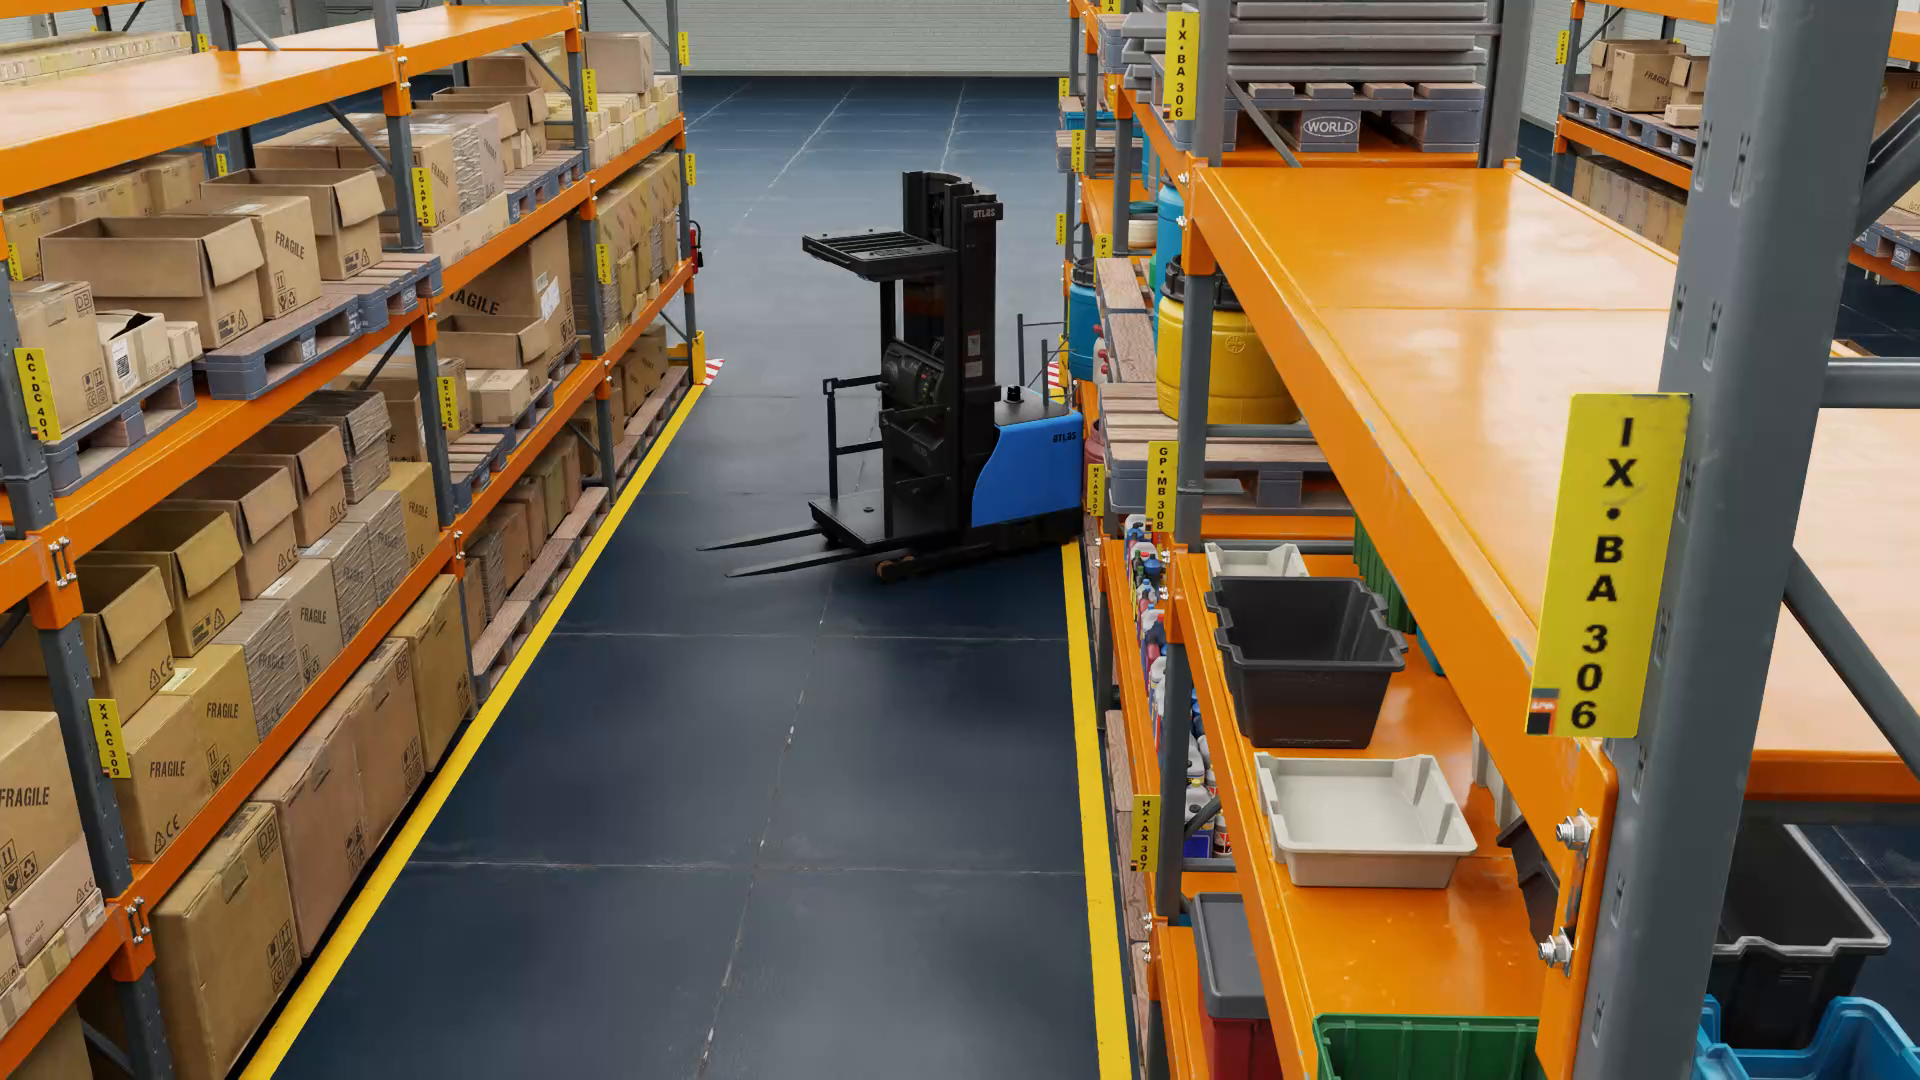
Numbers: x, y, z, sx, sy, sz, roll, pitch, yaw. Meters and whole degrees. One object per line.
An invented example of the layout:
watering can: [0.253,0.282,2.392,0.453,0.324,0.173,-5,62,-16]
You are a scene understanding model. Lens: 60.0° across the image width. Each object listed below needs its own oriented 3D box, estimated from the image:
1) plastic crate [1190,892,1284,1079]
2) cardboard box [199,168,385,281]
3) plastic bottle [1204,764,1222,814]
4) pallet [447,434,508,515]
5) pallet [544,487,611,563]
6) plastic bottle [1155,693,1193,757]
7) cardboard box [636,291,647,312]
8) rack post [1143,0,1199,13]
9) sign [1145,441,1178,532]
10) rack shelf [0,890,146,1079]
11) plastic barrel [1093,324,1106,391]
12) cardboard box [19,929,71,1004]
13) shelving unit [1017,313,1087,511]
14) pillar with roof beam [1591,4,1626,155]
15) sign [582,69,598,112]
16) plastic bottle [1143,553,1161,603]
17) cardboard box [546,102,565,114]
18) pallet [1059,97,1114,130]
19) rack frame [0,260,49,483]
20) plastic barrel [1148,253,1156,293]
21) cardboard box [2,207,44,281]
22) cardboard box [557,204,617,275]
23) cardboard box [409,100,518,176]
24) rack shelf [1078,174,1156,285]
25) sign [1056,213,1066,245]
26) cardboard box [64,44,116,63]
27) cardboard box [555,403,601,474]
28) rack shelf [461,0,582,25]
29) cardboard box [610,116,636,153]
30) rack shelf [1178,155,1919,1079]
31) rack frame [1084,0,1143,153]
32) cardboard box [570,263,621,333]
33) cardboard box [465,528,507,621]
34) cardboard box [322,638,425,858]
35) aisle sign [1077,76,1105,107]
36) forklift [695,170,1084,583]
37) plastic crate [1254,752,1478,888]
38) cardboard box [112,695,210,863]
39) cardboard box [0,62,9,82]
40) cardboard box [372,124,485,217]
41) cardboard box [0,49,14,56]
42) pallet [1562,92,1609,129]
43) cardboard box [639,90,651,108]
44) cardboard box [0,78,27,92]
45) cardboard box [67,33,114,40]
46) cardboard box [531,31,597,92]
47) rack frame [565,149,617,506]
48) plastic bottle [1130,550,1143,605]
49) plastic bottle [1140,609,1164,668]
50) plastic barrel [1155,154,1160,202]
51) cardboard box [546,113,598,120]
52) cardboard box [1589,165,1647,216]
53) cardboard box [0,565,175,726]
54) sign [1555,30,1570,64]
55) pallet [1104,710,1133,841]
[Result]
plastic crate: [0.962,1.490,5.370,0.402,0.464,0.583,1,21,2]
cardboard box: [-3.536,-1.694,8.877,0.797,0.503,0.637,2,21,5]
plastic bottle: [1.065,1.037,6.984,0.097,0.201,0.097,0,21,0]
pallet: [-3.674,-0.442,10.787,1.213,0.211,1.003,1,21,2]
pallet: [-3.490,-0.137,13.591,1.003,0.211,1.213,1,21,2]
plastic bottle: [0.955,0.825,7.426,0.152,0.276,0.135,1,21,2]
cardboard box: [-3.128,-2.219,15.448,0.380,0.149,0.250,1,21,2]
rack post: [1.380,-2.717,8.197,0.954,0.300,0.937,1,21,2]
sign: [0.690,-0.181,5.690,0.100,0.325,0.005,1,21,2]
rack shelf: [-3.772,2.232,4.624,1.077,0.370,4.000,1,21,2]
plastic barrel: [1.235,-1.384,12.762,0.433,0.535,0.433,0,21,0]
cardboard box: [-3.401,1.498,5.869,0.380,0.149,0.250,1,21,3]
shelving unit: [0.842,-1.058,13.831,0.587,1.500,1.083,-5,20,-8]
pillar with roof beam: [8.595,-12.092,32.252,9.100,9.000,0.400,1,21,2]
sign: [-2.913,-3.537,13.093,0.100,0.325,0.005,1,21,2]
plastic bottle: [1.041,0.204,9.034,0.097,0.271,0.097,0,21,0]
cardboard box: [-3.662,-3.734,14.515,0.380,0.149,0.250,1,21,4]
pallet: [1.482,-4.123,16.123,1.003,0.211,1.213,1,21,2]
rack frame: [-3.711,-1.623,5.272,1.000,3.000,0.127,1,21,2]
plastic barrel: [1.099,-1.359,8.373,0.294,0.245,0.294,0,21,0]
cardboard box: [-8.377,-2.516,14.168,0.875,0.550,0.550,1,21,2]
cardboard box: [-3.200,-2.530,13.972,0.500,0.500,0.500,1,21,2]
cardboard box: [-3.609,-2.852,11.862,0.797,0.503,0.637,1,21,4]
rack shelf: [1.422,-2.004,11.396,1.077,0.370,4.000,1,21,2]
sign: [1.055,-3.247,17.369,0.100,0.325,0.005,1,21,2]
cardboard box: [-8.018,-4.475,15.294,0.380,0.149,0.250,1,21,2]
cardboard box: [-3.416,-0.894,14.560,0.500,0.500,0.500,0,21,0]
rack shelf: [-3.407,-4.902,14.722,1.077,0.370,4.000,1,21,2]
cardboard box: [-3.161,-3.578,14.665,0.500,0.250,0.500,0,21,-1]
rack shelf: [1.179,-0.324,3.471,1.077,0.370,4.000,1,21,2]
rack frame: [1.483,-4.461,12.587,1.000,3.000,0.127,1,21,2]
cardboard box: [-3.392,-2.066,14.158,0.875,0.500,0.500,1,21,2]
cardboard box: [-3.585,0.244,11.600,0.700,0.500,0.500,-1,21,-3]
cardboard box: [-3.666,1.094,8.920,1.225,0.875,0.875,1,21,2]
aisle sign: [1.314,-4.352,17.004,0.394,0.787,0.004,1,21,2]
forklift: [-0.546,-1.258,12.719,3.031,2.935,1.130,-11,24,-27]
plastic crate: [0.933,0.649,3.927,0.437,0.136,0.530,1,21,2]
cardboard box: [-3.447,0.963,6.761,0.500,0.500,0.500,1,21,2]
cardboard box: [-8.072,-3.833,13.641,0.380,0.149,0.250,1,21,2]
cardboard box: [-3.299,-2.301,10.337,0.500,0.500,0.500,1,21,2]
cardboard box: [-8.691,-4.298,14.838,0.380,0.149,0.250,0,21,1]
pallet: [6.508,-4.157,16.071,1.003,0.211,1.213,1,21,2]
cardboard box: [-3.090,-4.105,15.472,0.380,0.149,0.250,0,21,-1]
cardboard box: [-8.128,-3.693,13.832,0.500,0.250,0.500,1,21,2]
cardboard box: [-8.638,-4.944,16.504,0.380,0.149,0.250,1,21,2]
cardboard box: [-3.661,-4.448,15.459,0.500,0.500,0.500,1,21,1]
rack frame: [-3.468,-1.719,13.812,1.000,3.000,0.127,1,21,2]
plastic bottle: [0.961,0.204,9.017,0.061,0.283,0.133,1,21,2]
plastic bottle: [0.983,0.494,8.281,0.152,0.276,0.135,1,21,2]
plastic barrel: [1.644,-2.637,11.340,0.600,0.901,0.708,1,21,2]
cardboard box: [-3.210,-3.444,13.769,0.380,0.149,0.250,0,21,-1]
cardboard box: [6.516,-3.328,16.028,0.700,0.500,0.500,0,21,0]
cardboard box: [-3.700,0.428,6.754,0.797,0.503,0.637,0,21,0]
sign: [6.001,-4.906,16.562,0.100,0.325,0.005,1,21,2]
pallet: [1.379,1.367,9.713,1.003,0.211,1.213,1,21,2]
